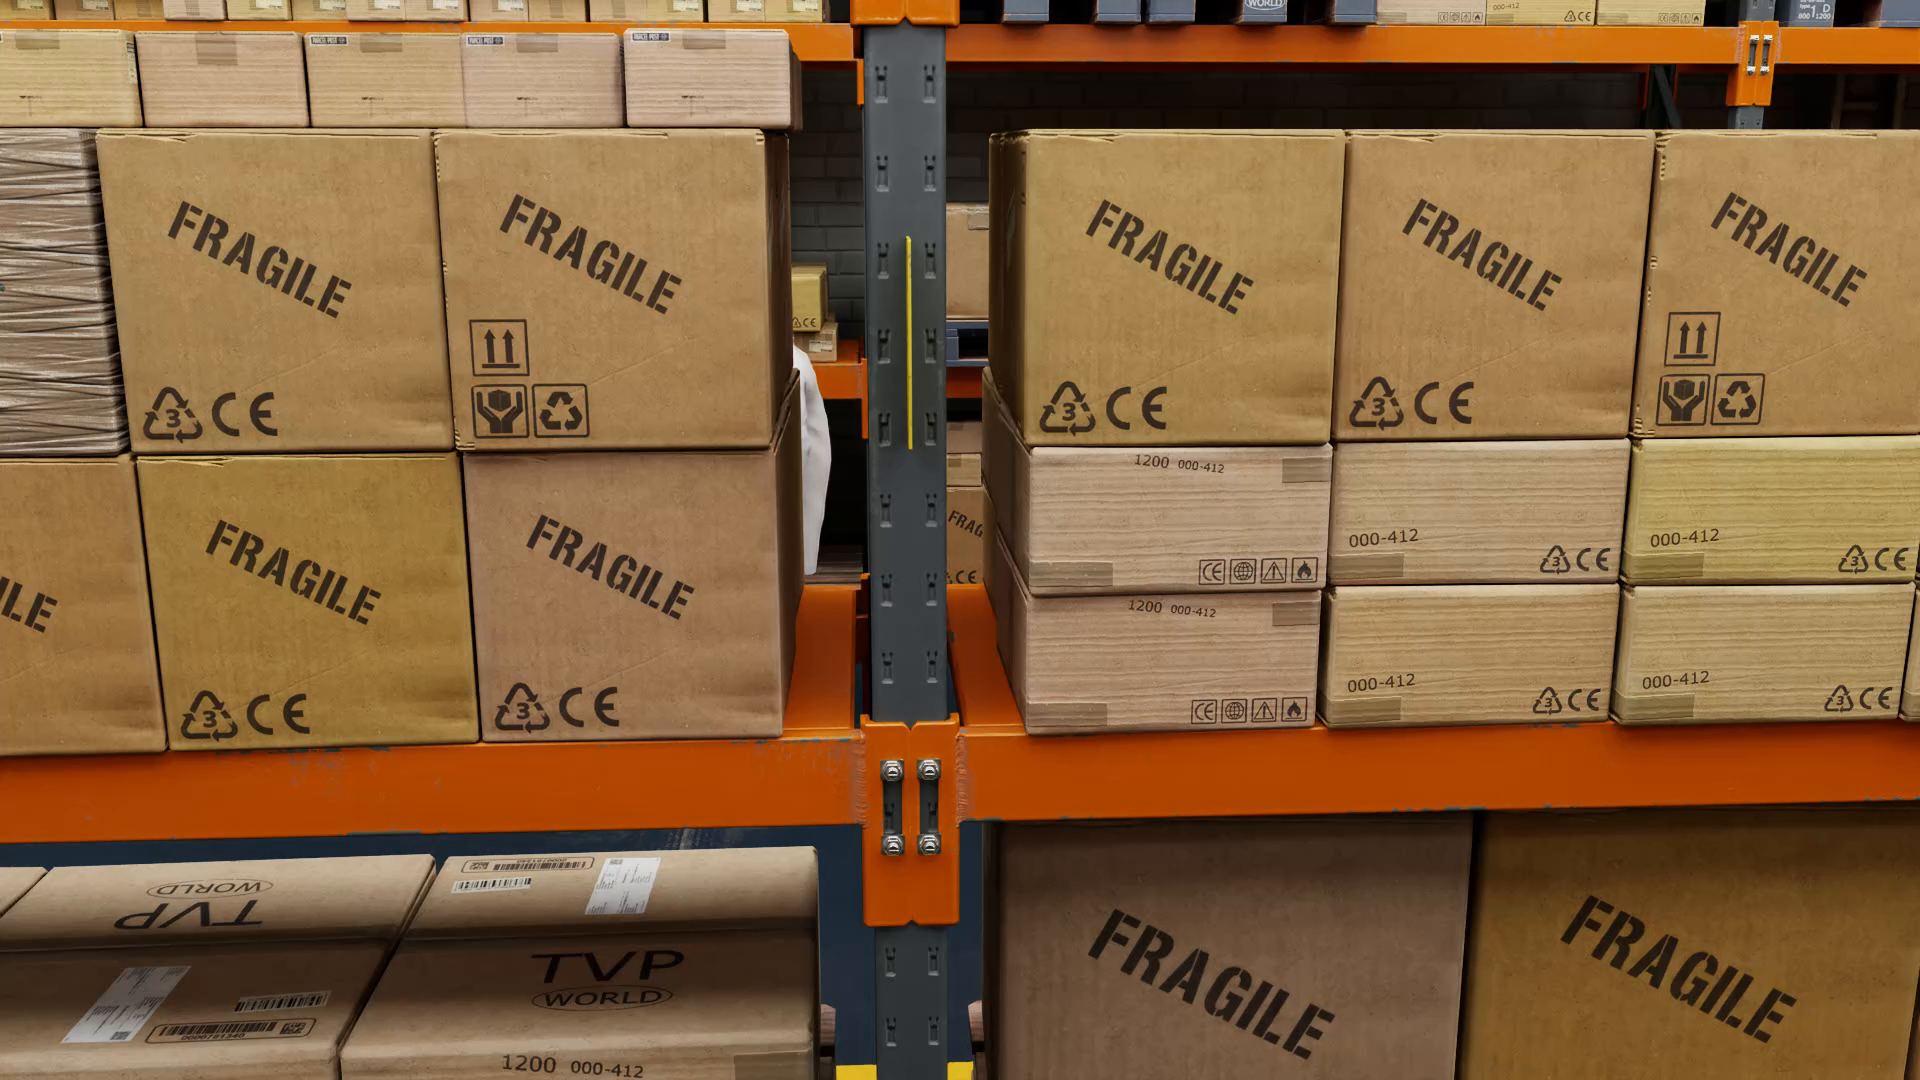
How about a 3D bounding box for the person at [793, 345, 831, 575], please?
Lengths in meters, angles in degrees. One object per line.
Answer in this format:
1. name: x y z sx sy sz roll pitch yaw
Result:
1. person: -0.719 -0.122 6.543 0.429 1.772 0.643 -1 13 -6
